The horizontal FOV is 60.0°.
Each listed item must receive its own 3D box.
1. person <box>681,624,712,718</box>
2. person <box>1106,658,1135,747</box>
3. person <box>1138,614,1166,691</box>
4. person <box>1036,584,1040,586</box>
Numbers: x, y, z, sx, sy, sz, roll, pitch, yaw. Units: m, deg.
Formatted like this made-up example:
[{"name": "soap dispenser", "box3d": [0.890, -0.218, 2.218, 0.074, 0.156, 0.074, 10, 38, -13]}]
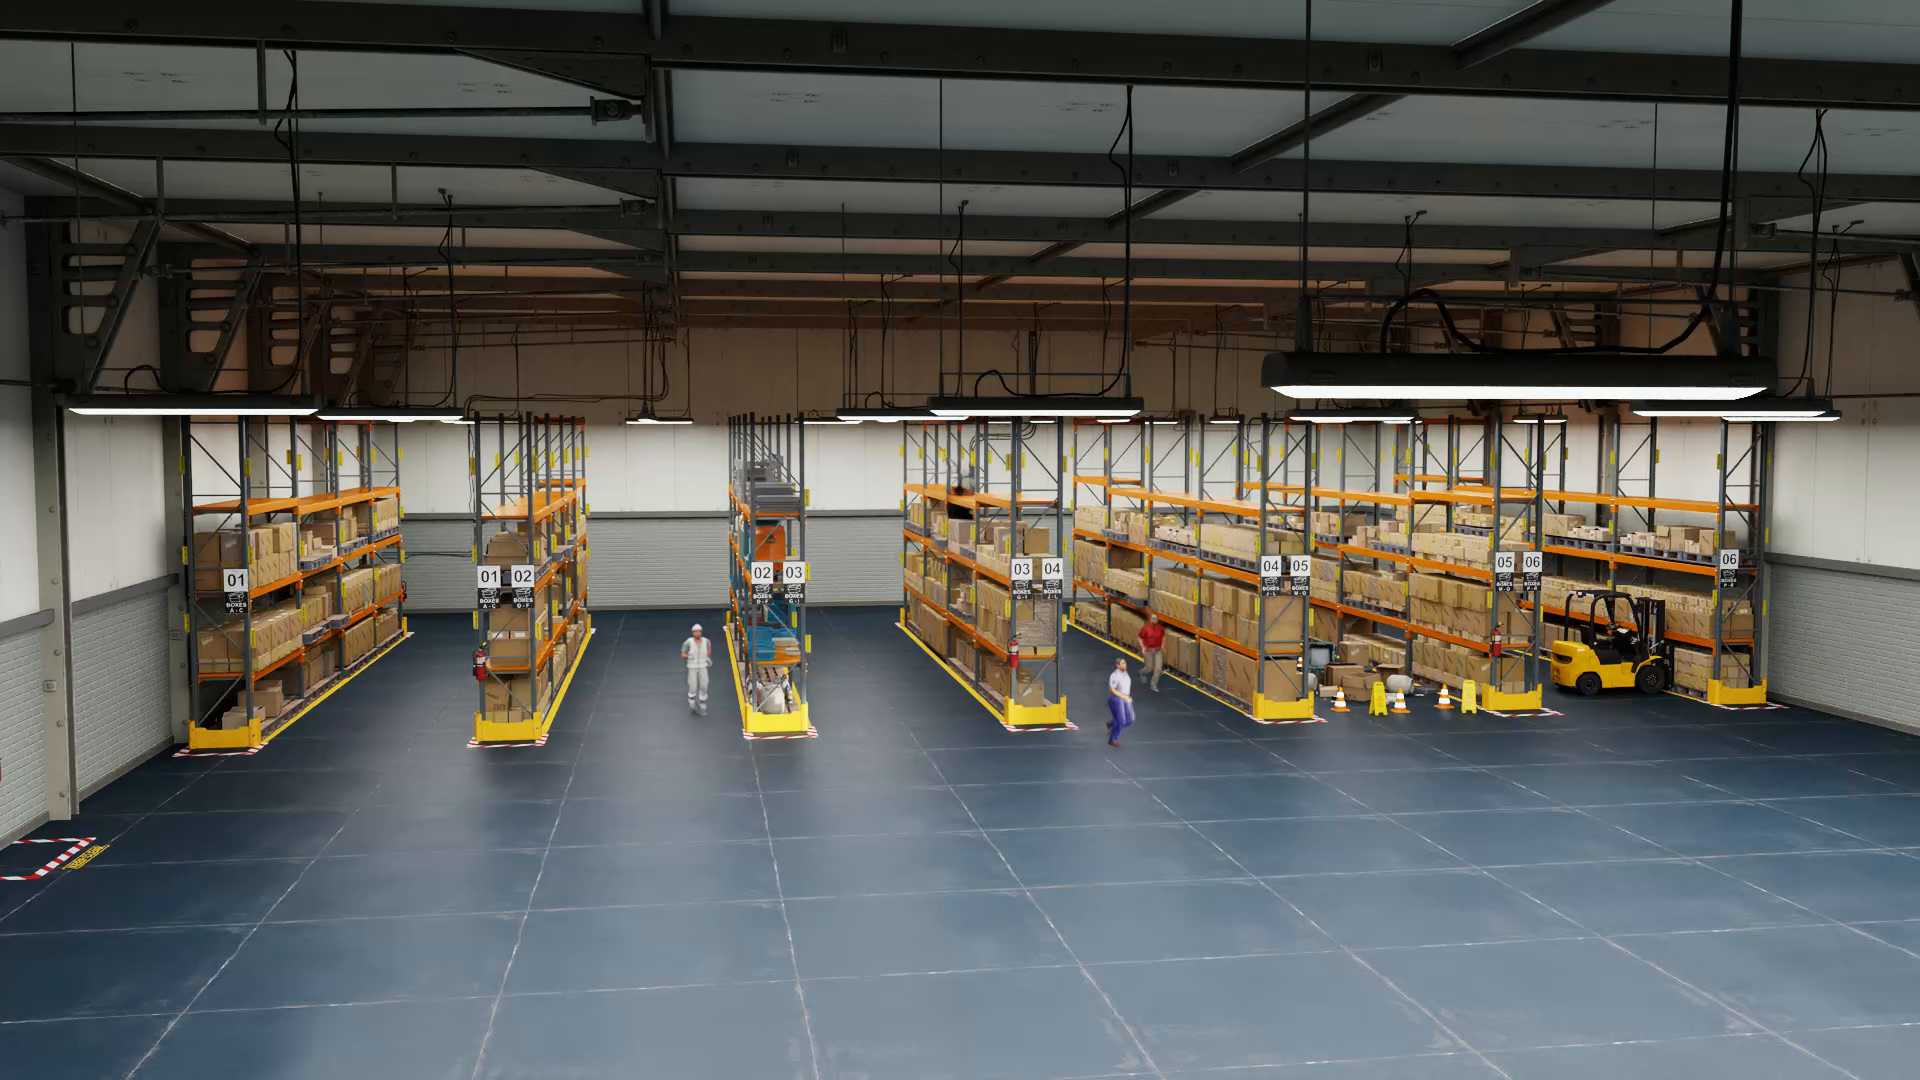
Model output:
[{"name": "person", "box3d": [-5.242, 2.575, 33.108, 0.613, 1.823, 0.894, -1, 4, -17]}, {"name": "person", "box3d": [2.879, 2.908, 29.836, 0.596, 1.597, 0.624, 3, 5, 35]}, {"name": "person", "box3d": [4.176, 2.430, 36.219, 0.650, 1.680, 0.652, -1, 4, -14]}, {"name": "person", "box3d": [2.005, 1.657, 48.349, 0.710, 1.595, 0.511, 2, 4, 23]}]
